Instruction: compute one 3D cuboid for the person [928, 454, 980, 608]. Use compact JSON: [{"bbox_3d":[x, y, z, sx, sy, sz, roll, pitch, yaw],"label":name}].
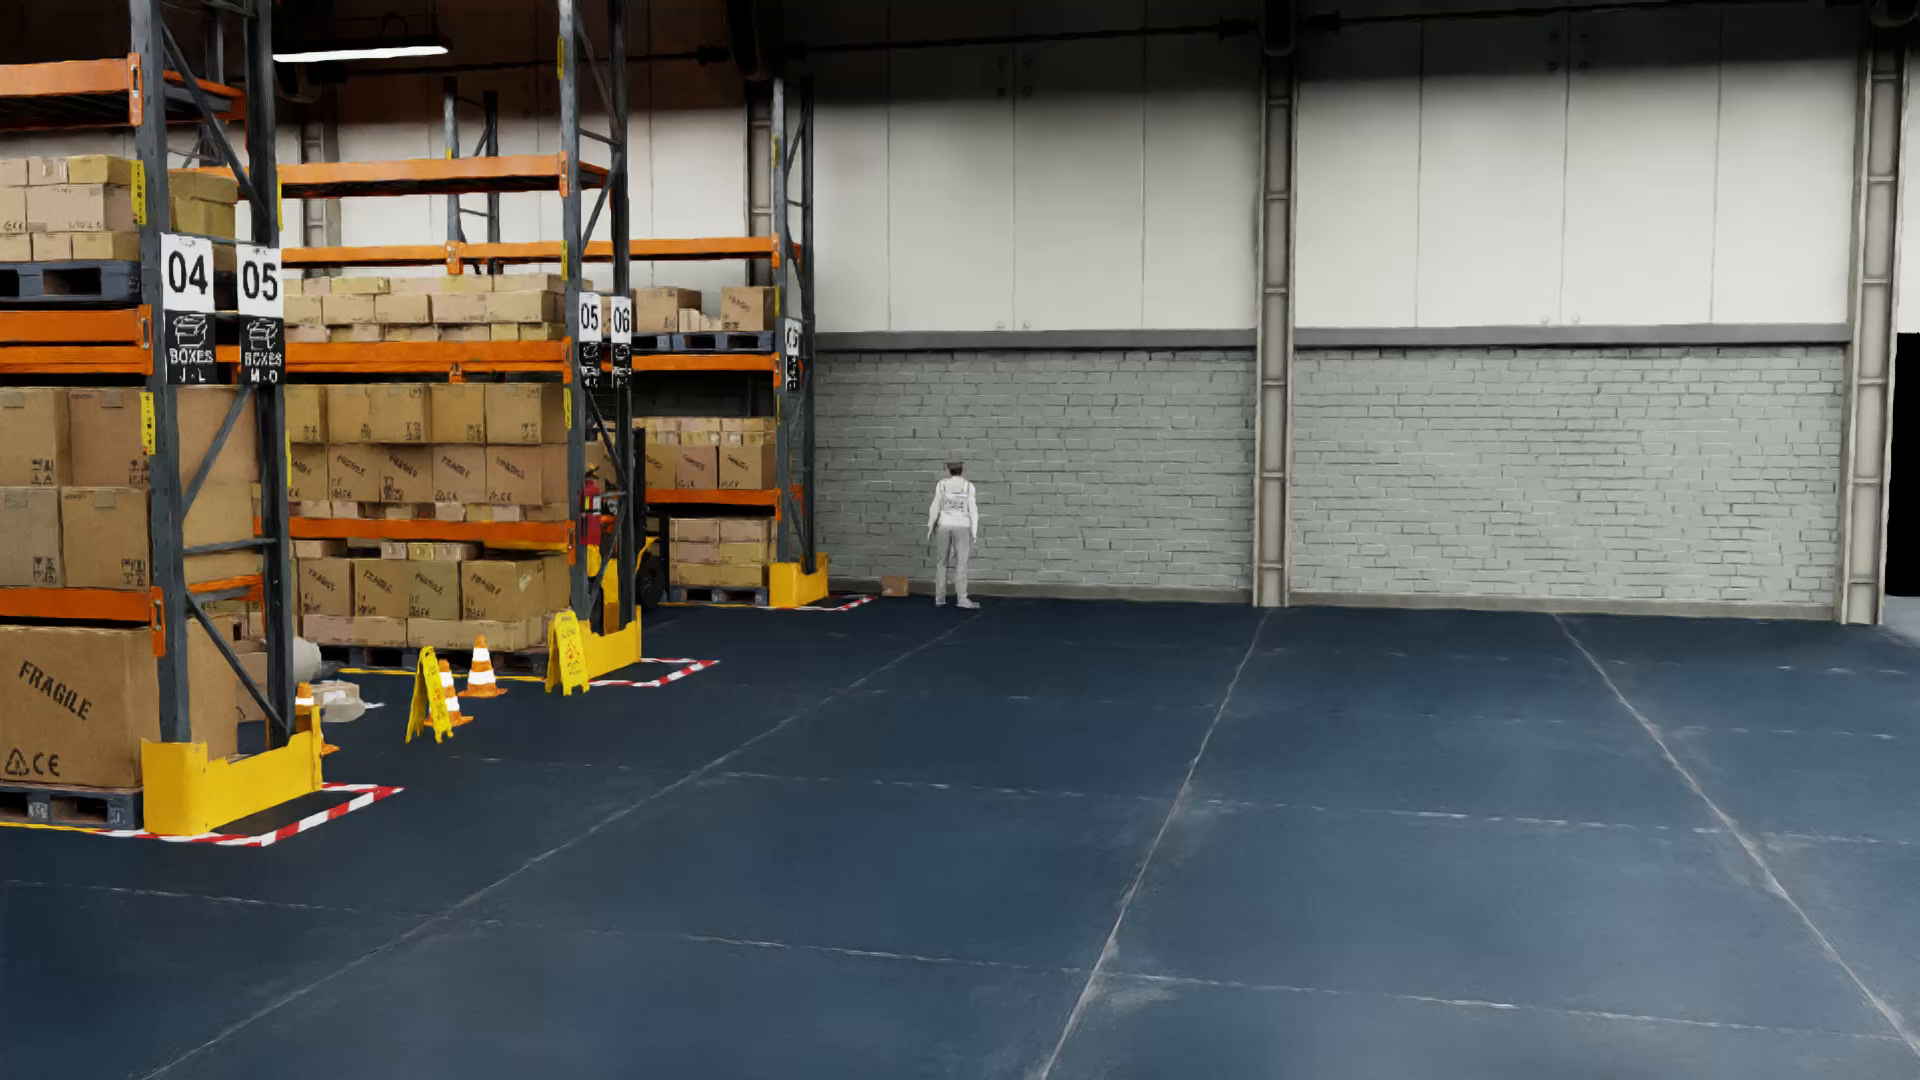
[{"bbox_3d":[-0.068,-0.102,18.316,0.597,1.684,0.389,1,5,15],"label":"person"}]
